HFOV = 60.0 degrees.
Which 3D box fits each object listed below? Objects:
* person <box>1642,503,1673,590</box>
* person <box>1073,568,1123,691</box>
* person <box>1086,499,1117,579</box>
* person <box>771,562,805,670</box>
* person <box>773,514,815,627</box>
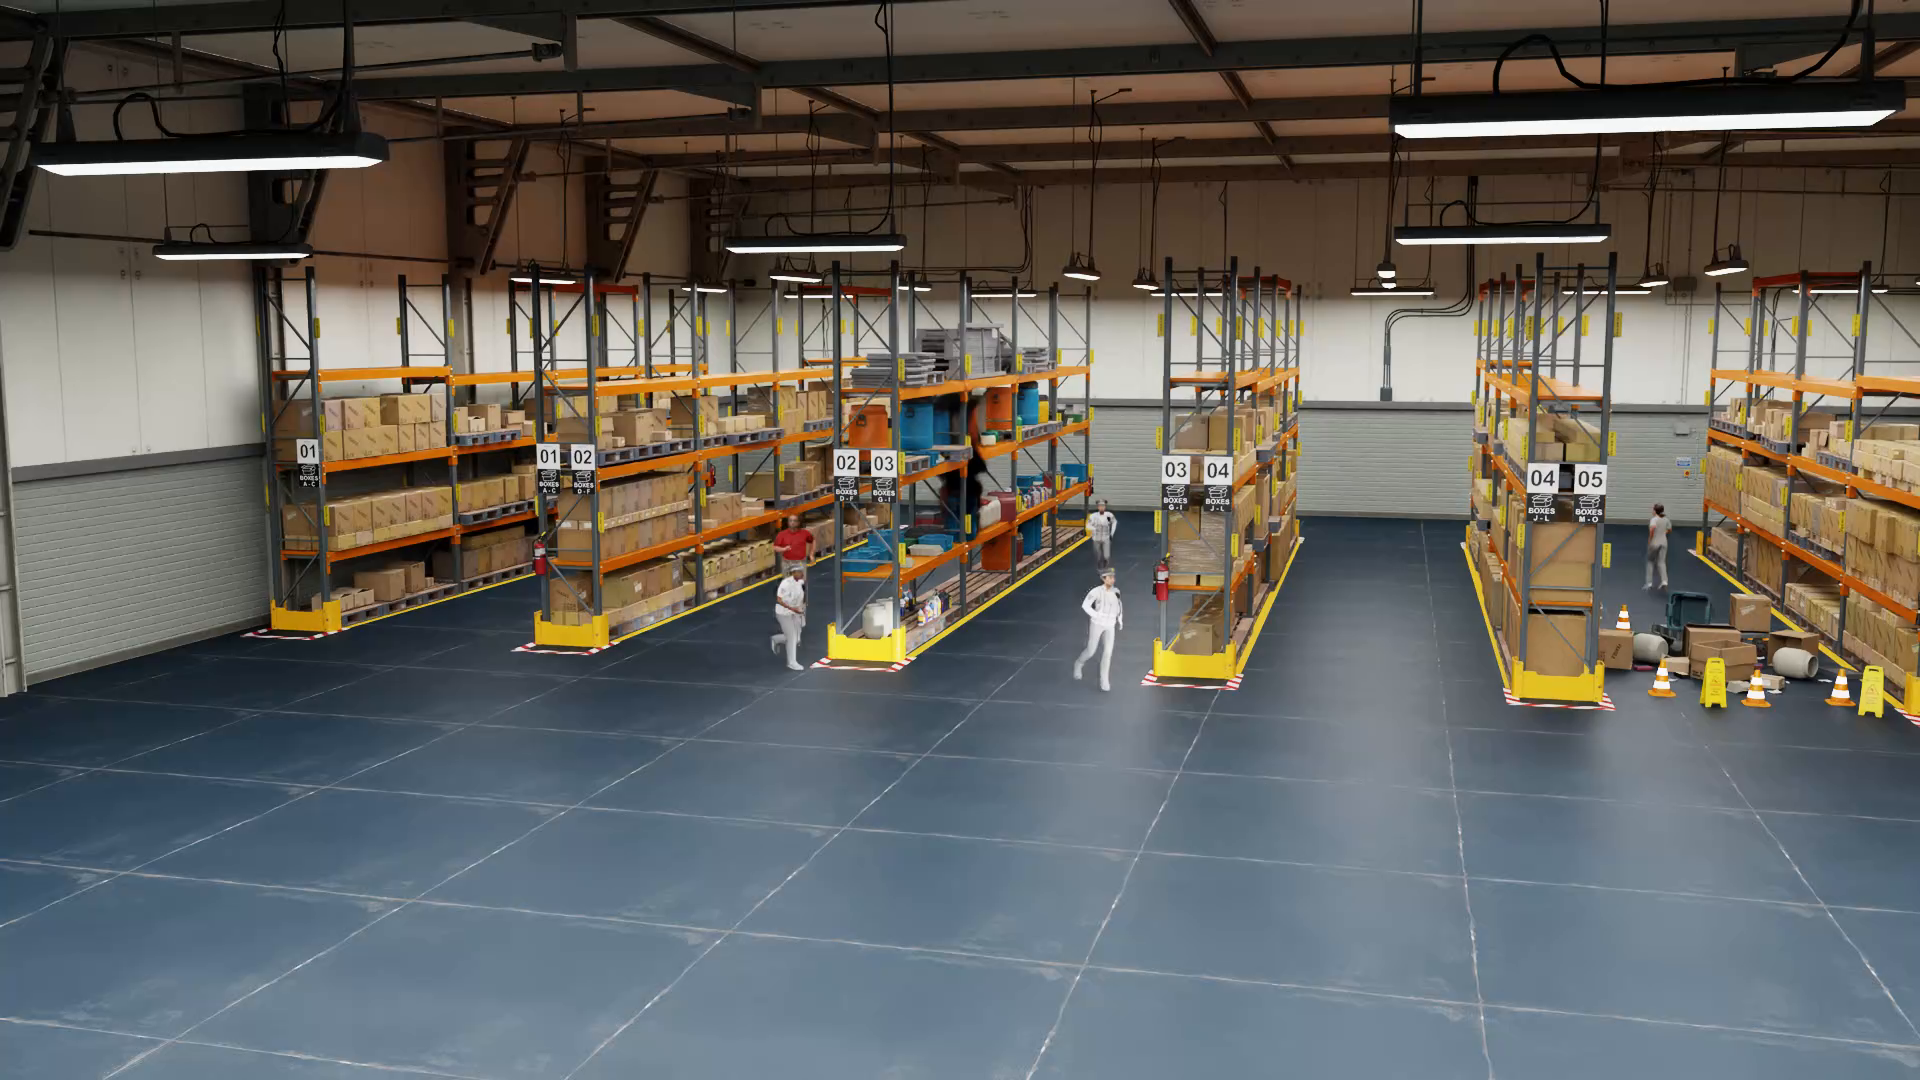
[{"bbox_3d":[13.334,0.154,31.715,0.548,1.705,0.874,0,7,-2],"label":"person"},{"bbox_3d":[2.037,1.210,23.374,0.674,1.664,0.921,-3,8,-19],"label":"person"},{"bbox_3d":[2.775,0.038,32.693,0.588,1.742,0.776,1,7,8],"label":"person"},{"bbox_3d":[-2.566,1.105,24.600,0.720,1.628,0.514,6,10,41],"label":"person"},{"bbox_3d":[-2.669,0.463,26.766,0.659,1.766,0.851,0,7,-1],"label":"person"}]
